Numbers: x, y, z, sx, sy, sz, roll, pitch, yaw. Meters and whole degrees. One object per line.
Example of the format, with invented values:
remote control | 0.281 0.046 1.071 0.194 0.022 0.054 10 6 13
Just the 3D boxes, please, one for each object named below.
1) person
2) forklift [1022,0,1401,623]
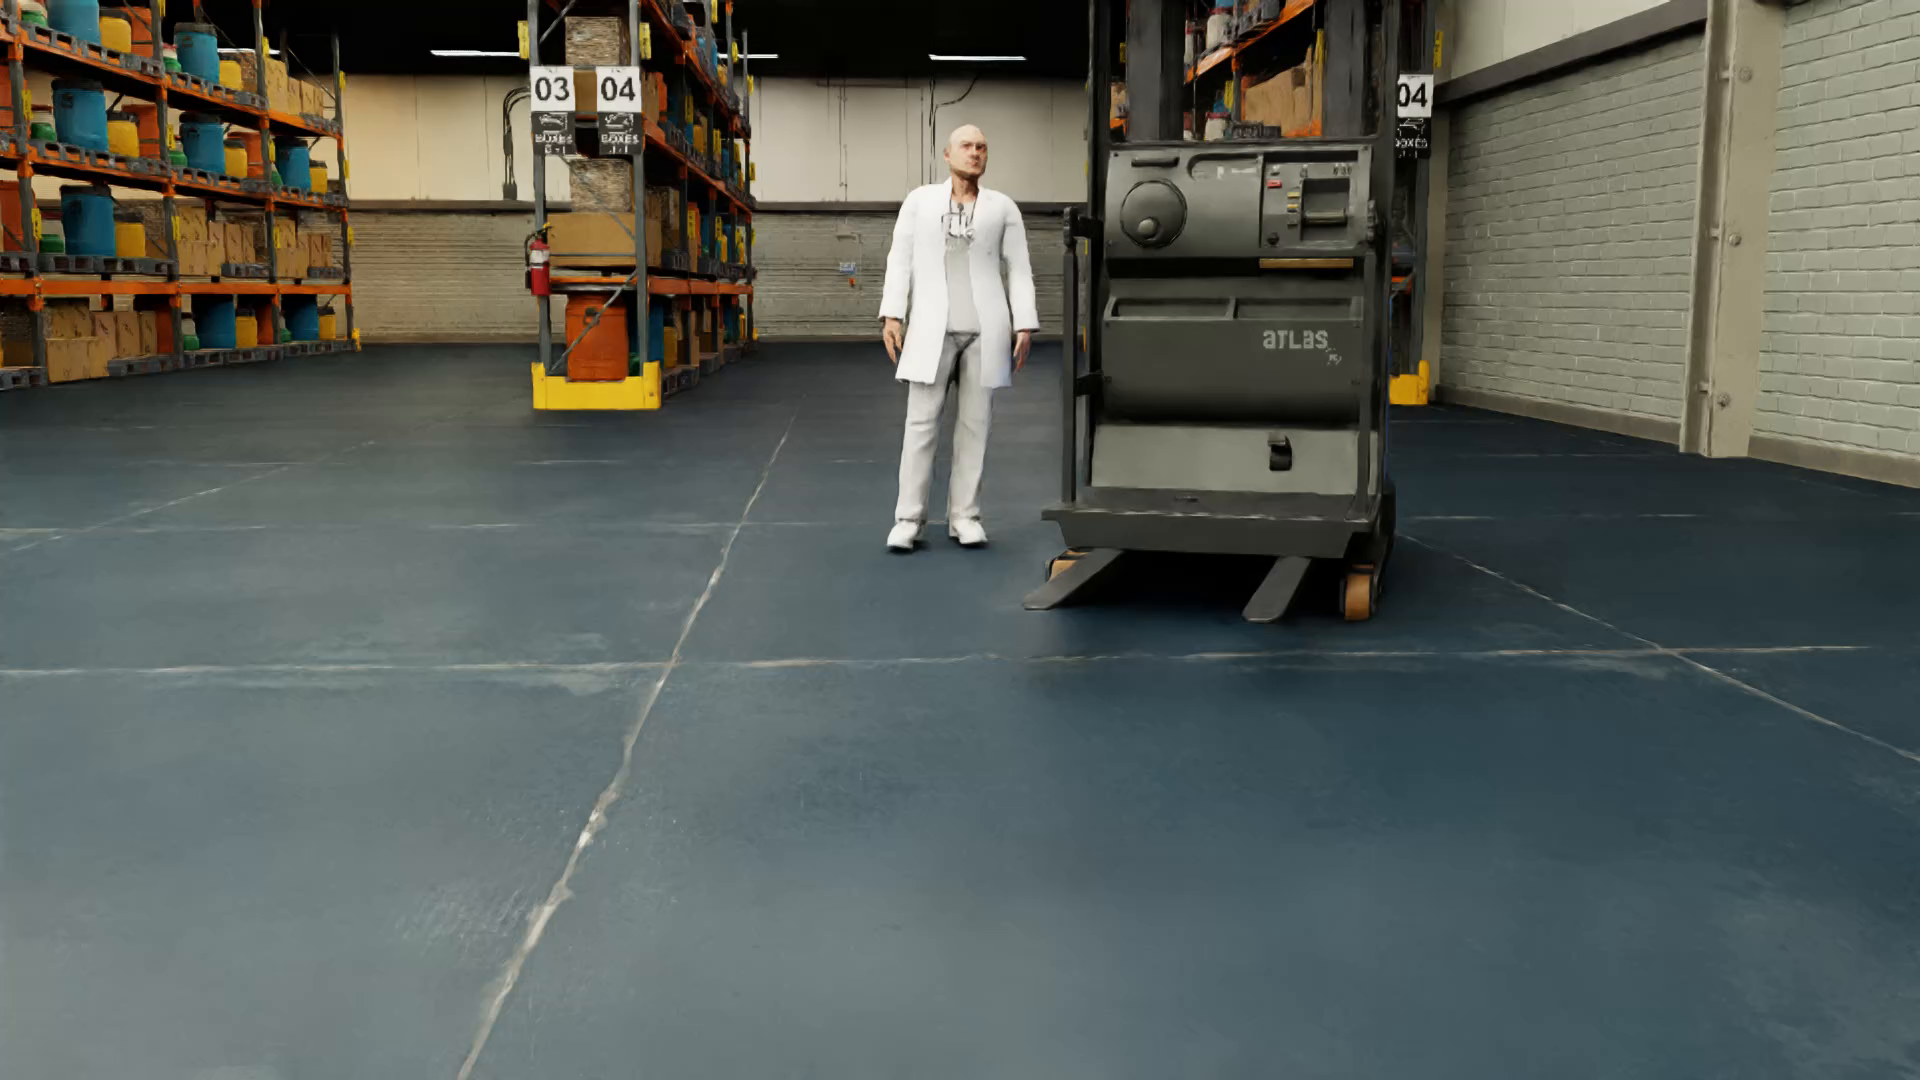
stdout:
person | 0.001 -0.873 7.088 0.694 1.776 0.579 -1 8 -4
forklift | 0.924 -1.244 5.710 1.130 2.935 3.031 2 9 16
